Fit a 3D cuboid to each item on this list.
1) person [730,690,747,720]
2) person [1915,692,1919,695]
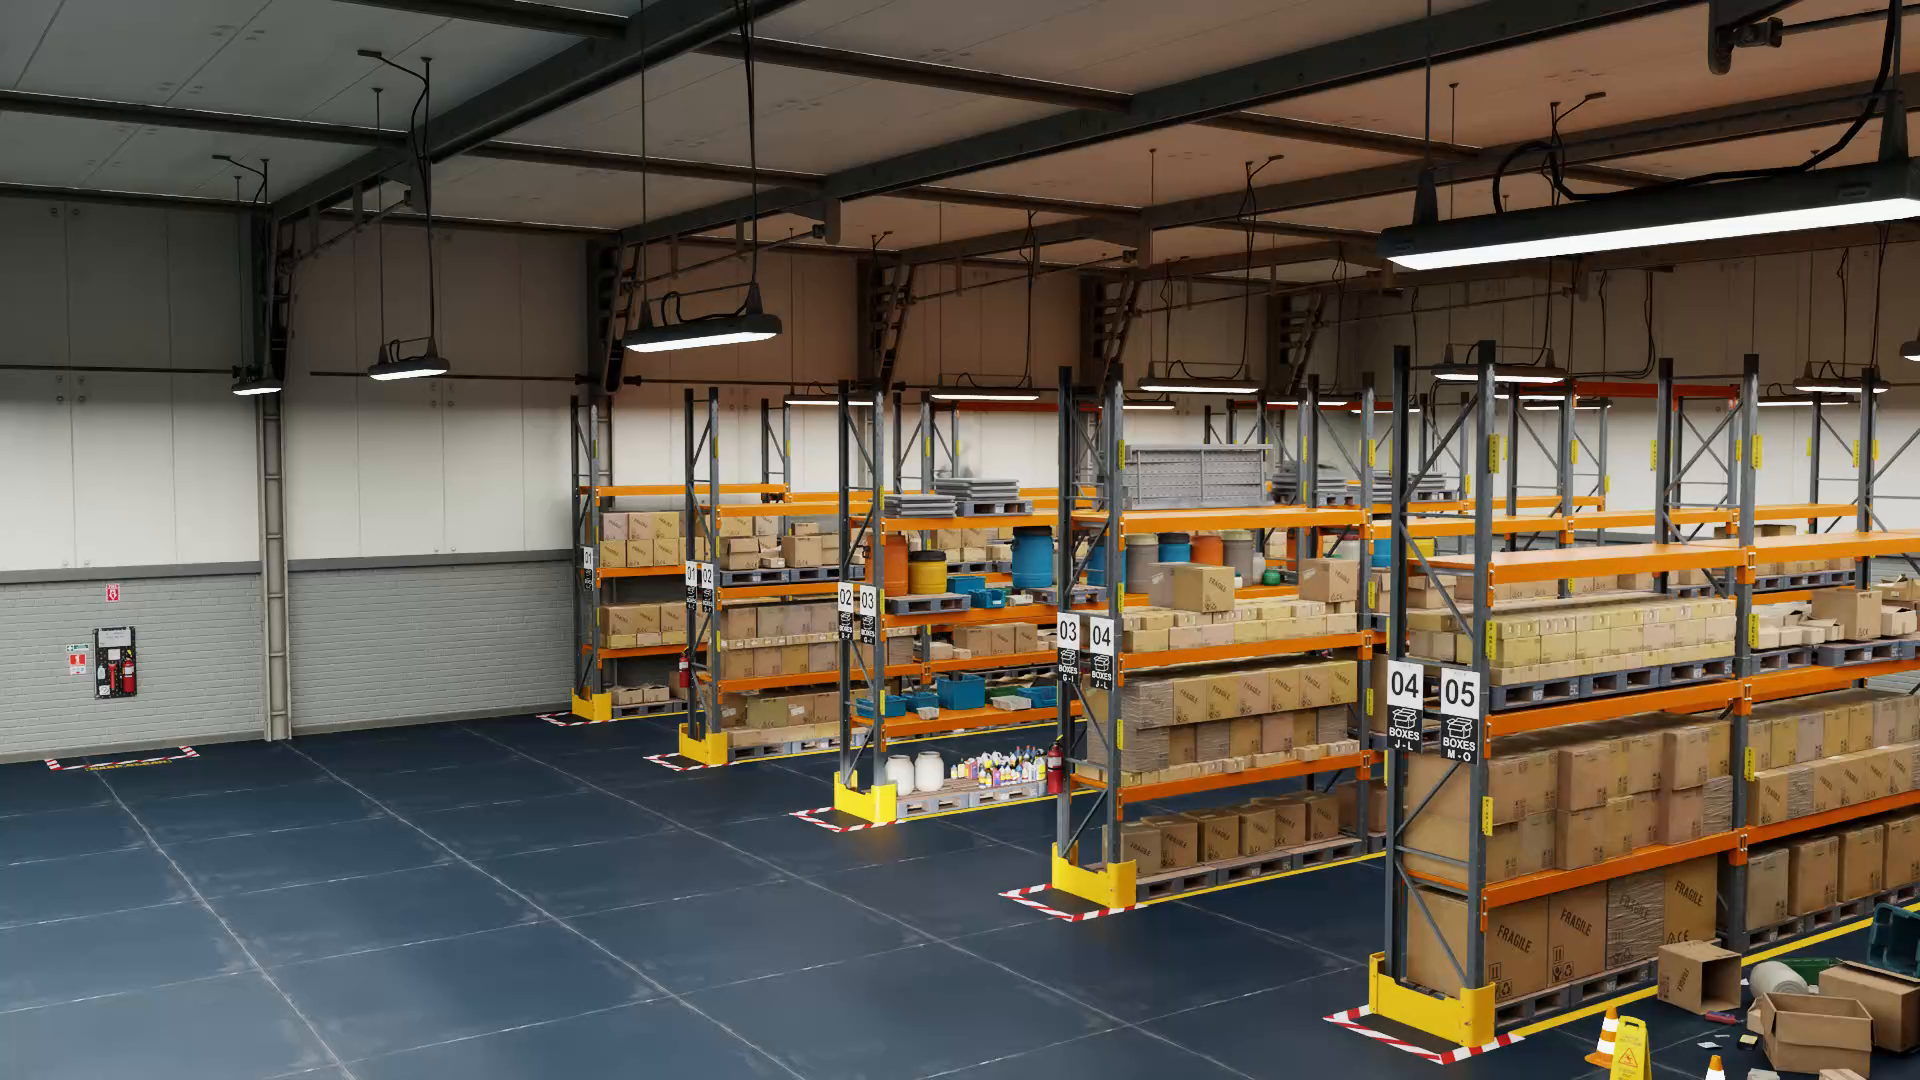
[{"bbox_3d":[-3.942,2.569,29.166,0.546,1.690,0.666,3,5,44],"label":"person"},{"bbox_3d":[13.348,2.970,23.118,0.696,1.694,0.574,-2,4,-30],"label":"person"}]
